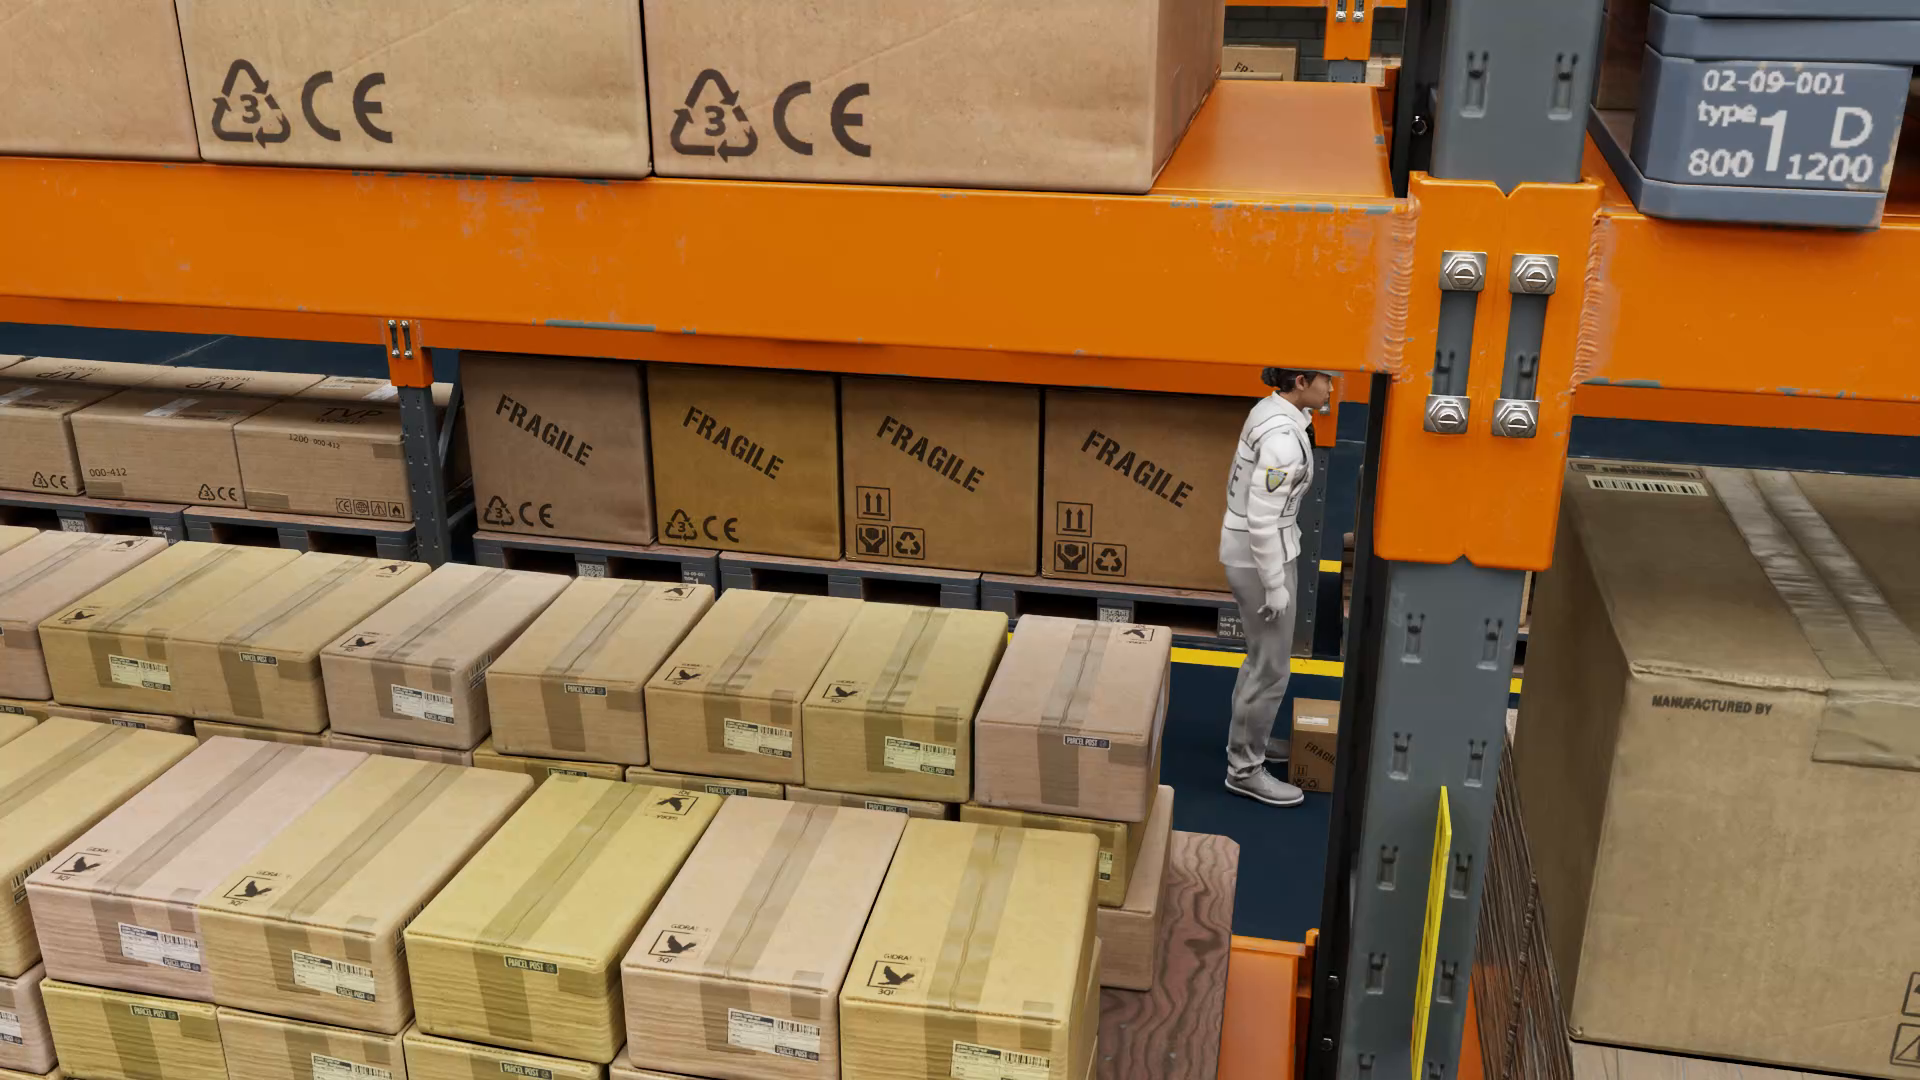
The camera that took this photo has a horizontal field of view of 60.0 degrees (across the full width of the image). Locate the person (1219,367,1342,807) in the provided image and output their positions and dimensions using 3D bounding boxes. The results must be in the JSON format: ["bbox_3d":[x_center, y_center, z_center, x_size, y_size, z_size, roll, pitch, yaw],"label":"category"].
[{"bbox_3d":[1.099,0.085,5.867,0.375,1.663,0.526,4,22,10],"label":"person"}]
